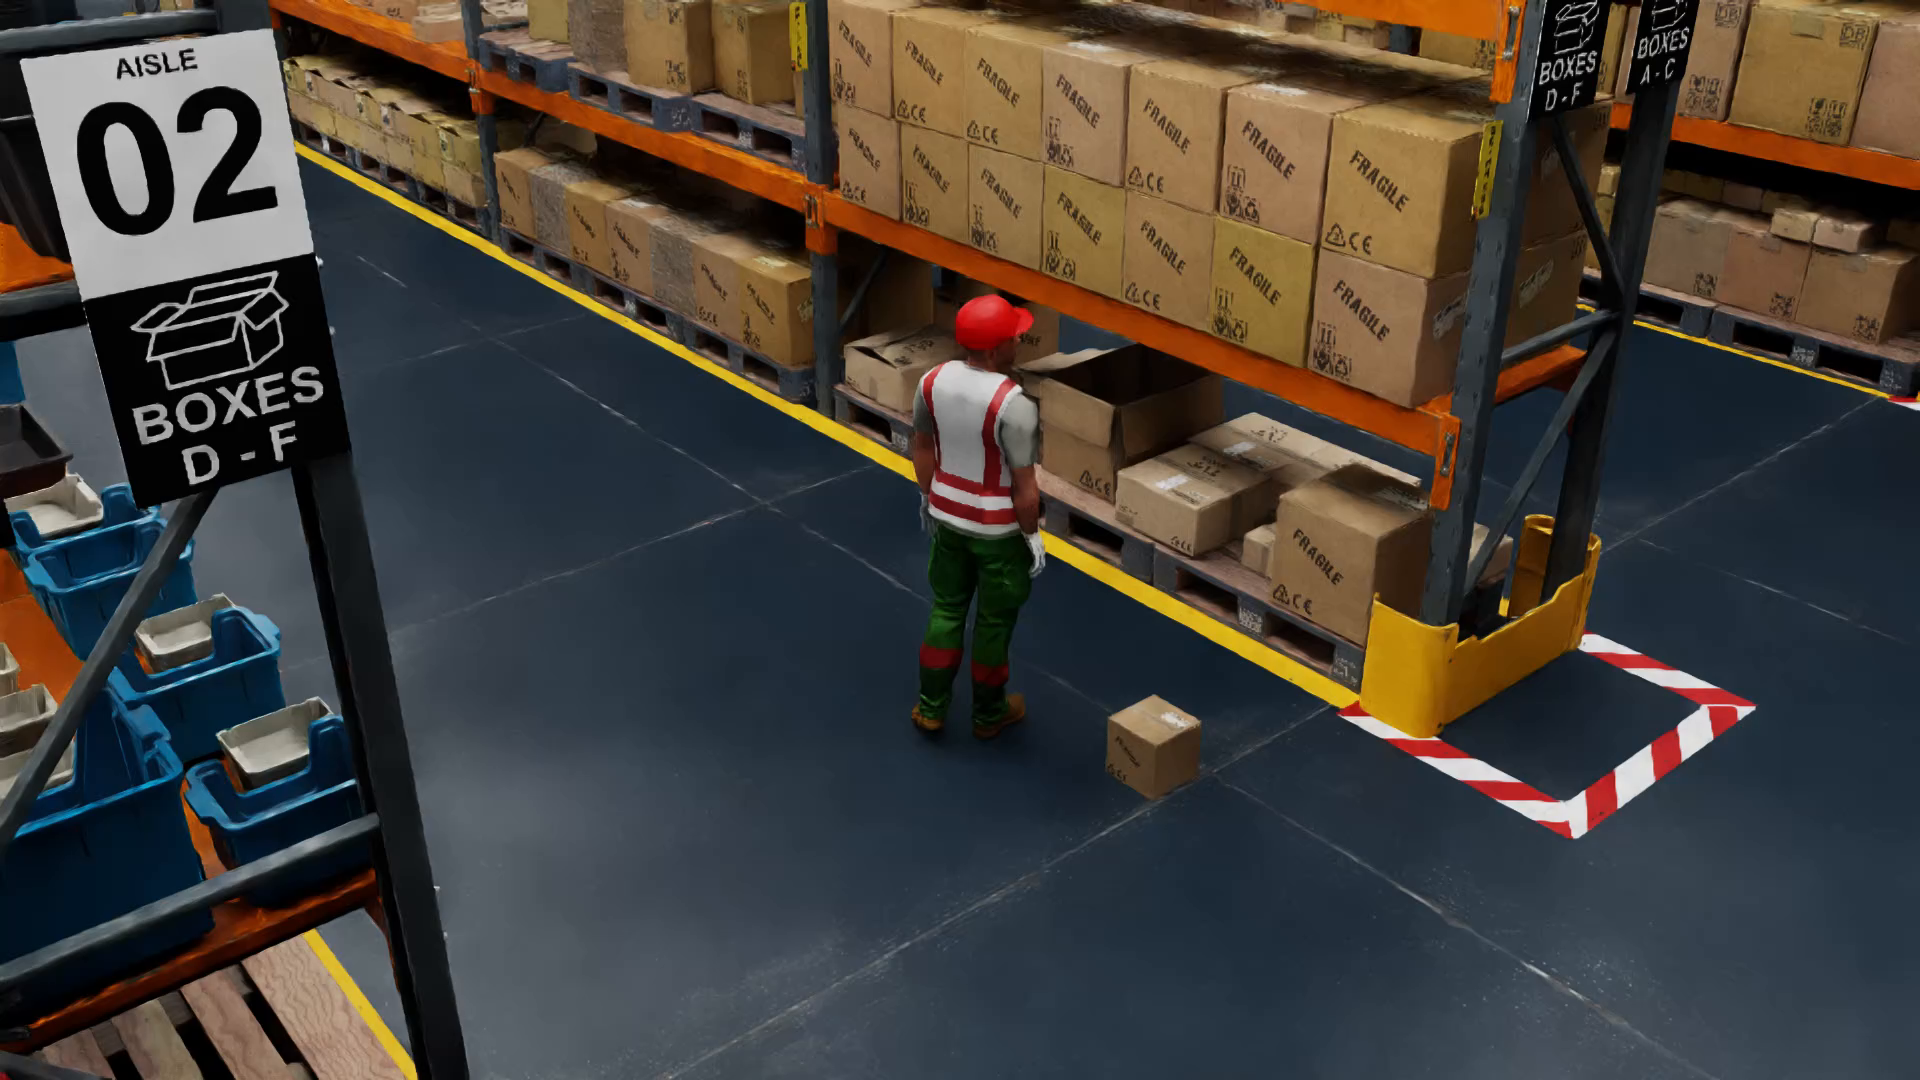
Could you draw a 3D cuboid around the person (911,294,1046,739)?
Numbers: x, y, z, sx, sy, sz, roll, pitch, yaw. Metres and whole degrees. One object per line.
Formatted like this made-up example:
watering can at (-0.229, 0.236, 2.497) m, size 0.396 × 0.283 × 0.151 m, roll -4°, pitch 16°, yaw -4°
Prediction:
person at (0.067, -0.051, 6.188) m, size 0.559 × 1.830 × 0.442 m, roll 19°, pitch 33°, yaw 31°
